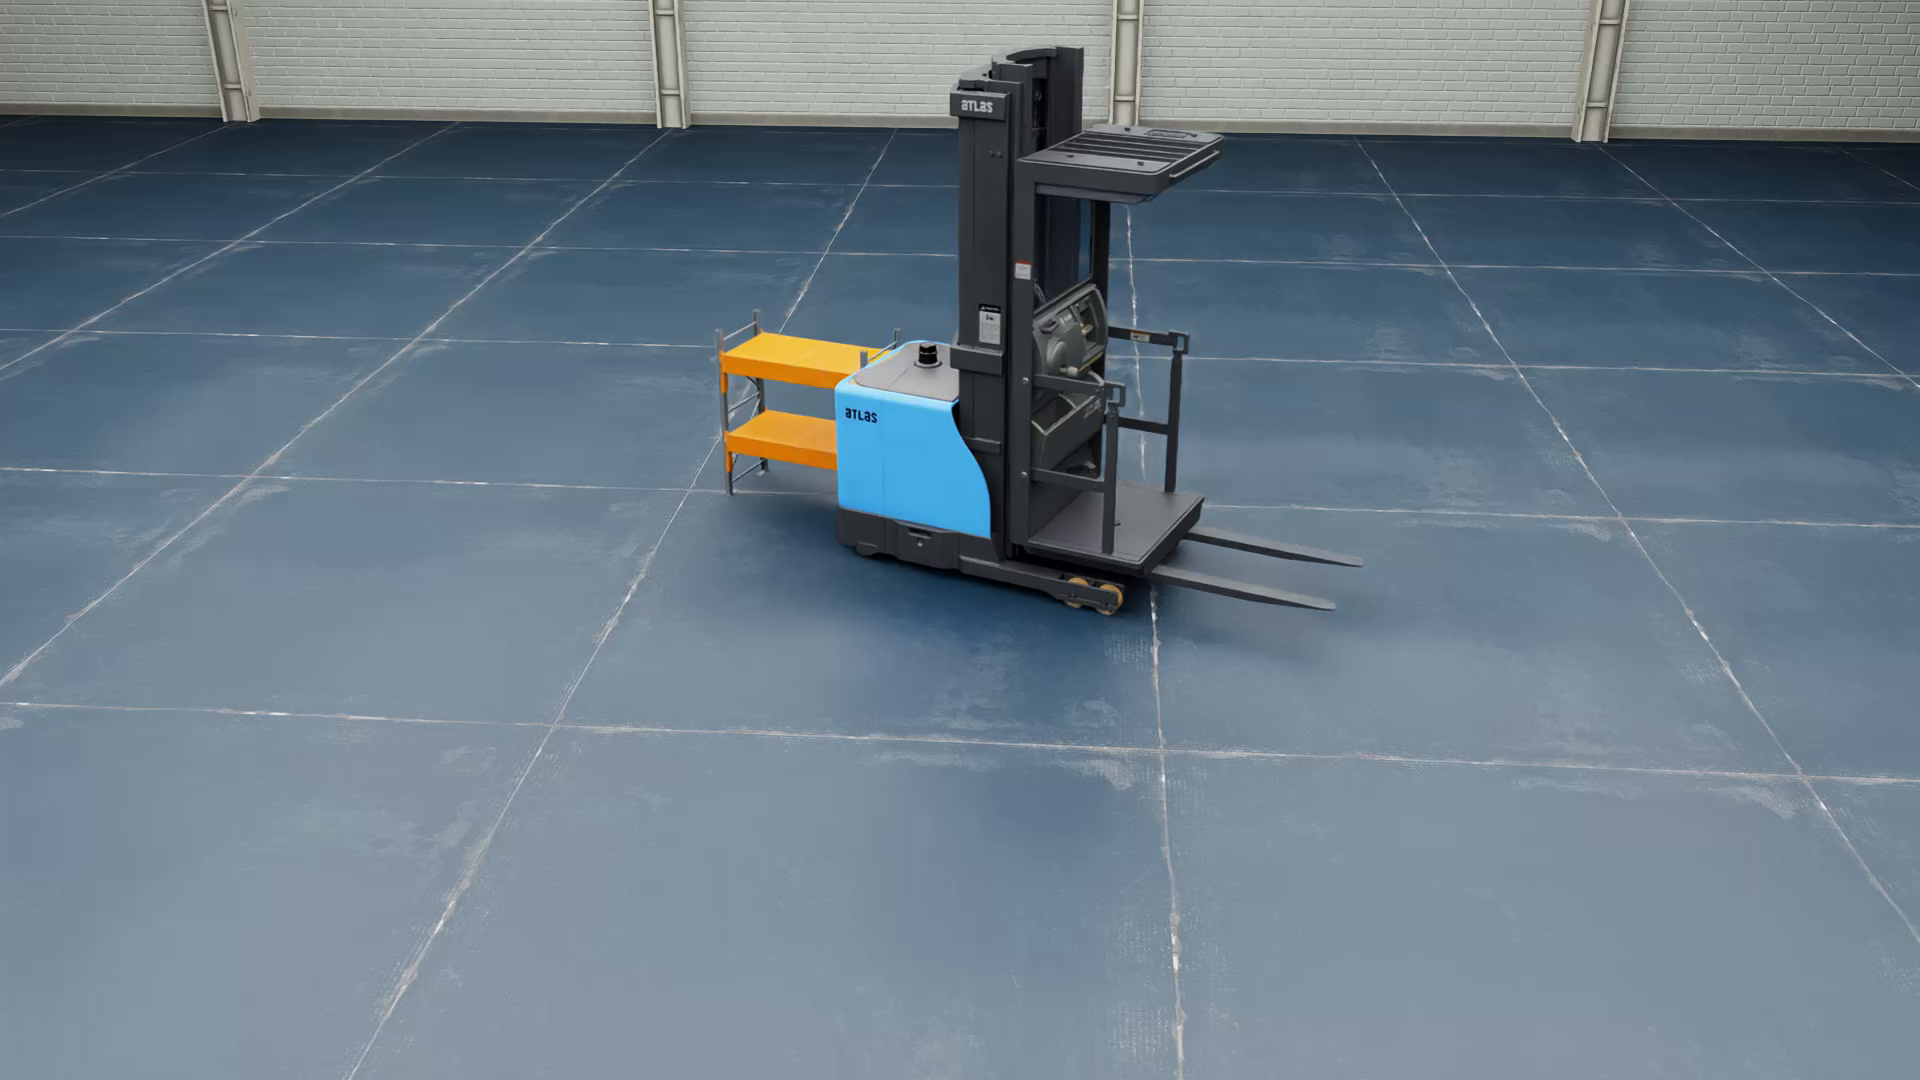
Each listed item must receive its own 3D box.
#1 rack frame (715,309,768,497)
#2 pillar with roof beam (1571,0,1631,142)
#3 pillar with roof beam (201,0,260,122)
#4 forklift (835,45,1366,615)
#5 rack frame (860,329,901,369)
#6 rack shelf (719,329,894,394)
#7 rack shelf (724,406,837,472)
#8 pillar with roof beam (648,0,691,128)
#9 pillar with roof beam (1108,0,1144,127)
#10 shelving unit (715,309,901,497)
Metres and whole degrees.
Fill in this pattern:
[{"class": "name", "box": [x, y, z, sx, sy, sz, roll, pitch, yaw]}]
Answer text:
[{"class": "rack frame", "box": [-1.416, -0.892, 10.843, 0.032, 1.125, 0.500, 11, 27, 22]}, {"class": "pillar with roof beam", "box": [7.801, -7.469, 15.717, 0.400, 9.000, 9.100, 2, 25, 4]}, {"class": "pillar with roof beam", "box": [-10.146, -8.045, 16.969, 0.400, 9.000, 9.100, 2, 25, 4]}, {"class": "forklift", "box": [0.805, -1.166, 9.277, 3.031, 2.935, 1.130, 12, 27, 24]}, {"class": "rack frame", "box": [-0.489, -0.718, 10.464, 0.032, 1.125, 0.500, 11, 27, 22]}, {"class": "rack shelf", "box": [-0.953, -1.071, 10.531, 1.000, 0.278, 0.538, 11, 27, 22]}, {"class": "rack shelf", "box": [-0.953, -0.583, 10.756, 1.000, 0.278, 0.538, 11, 27, 22]}, {"class": "pillar with roof beam", "box": [-4.164, -7.853, 16.551, 0.400, 9.000, 9.100, 2, 25, 4]}, {"class": "pillar with roof beam", "box": [1.819, -7.661, 16.134, 0.400, 9.000, 9.100, 2, 25, 4]}, {"class": "shelving unit", "box": [-0.953, -0.805, 10.653, 1.048, 1.125, 0.538, 11, 27, 22]}]
